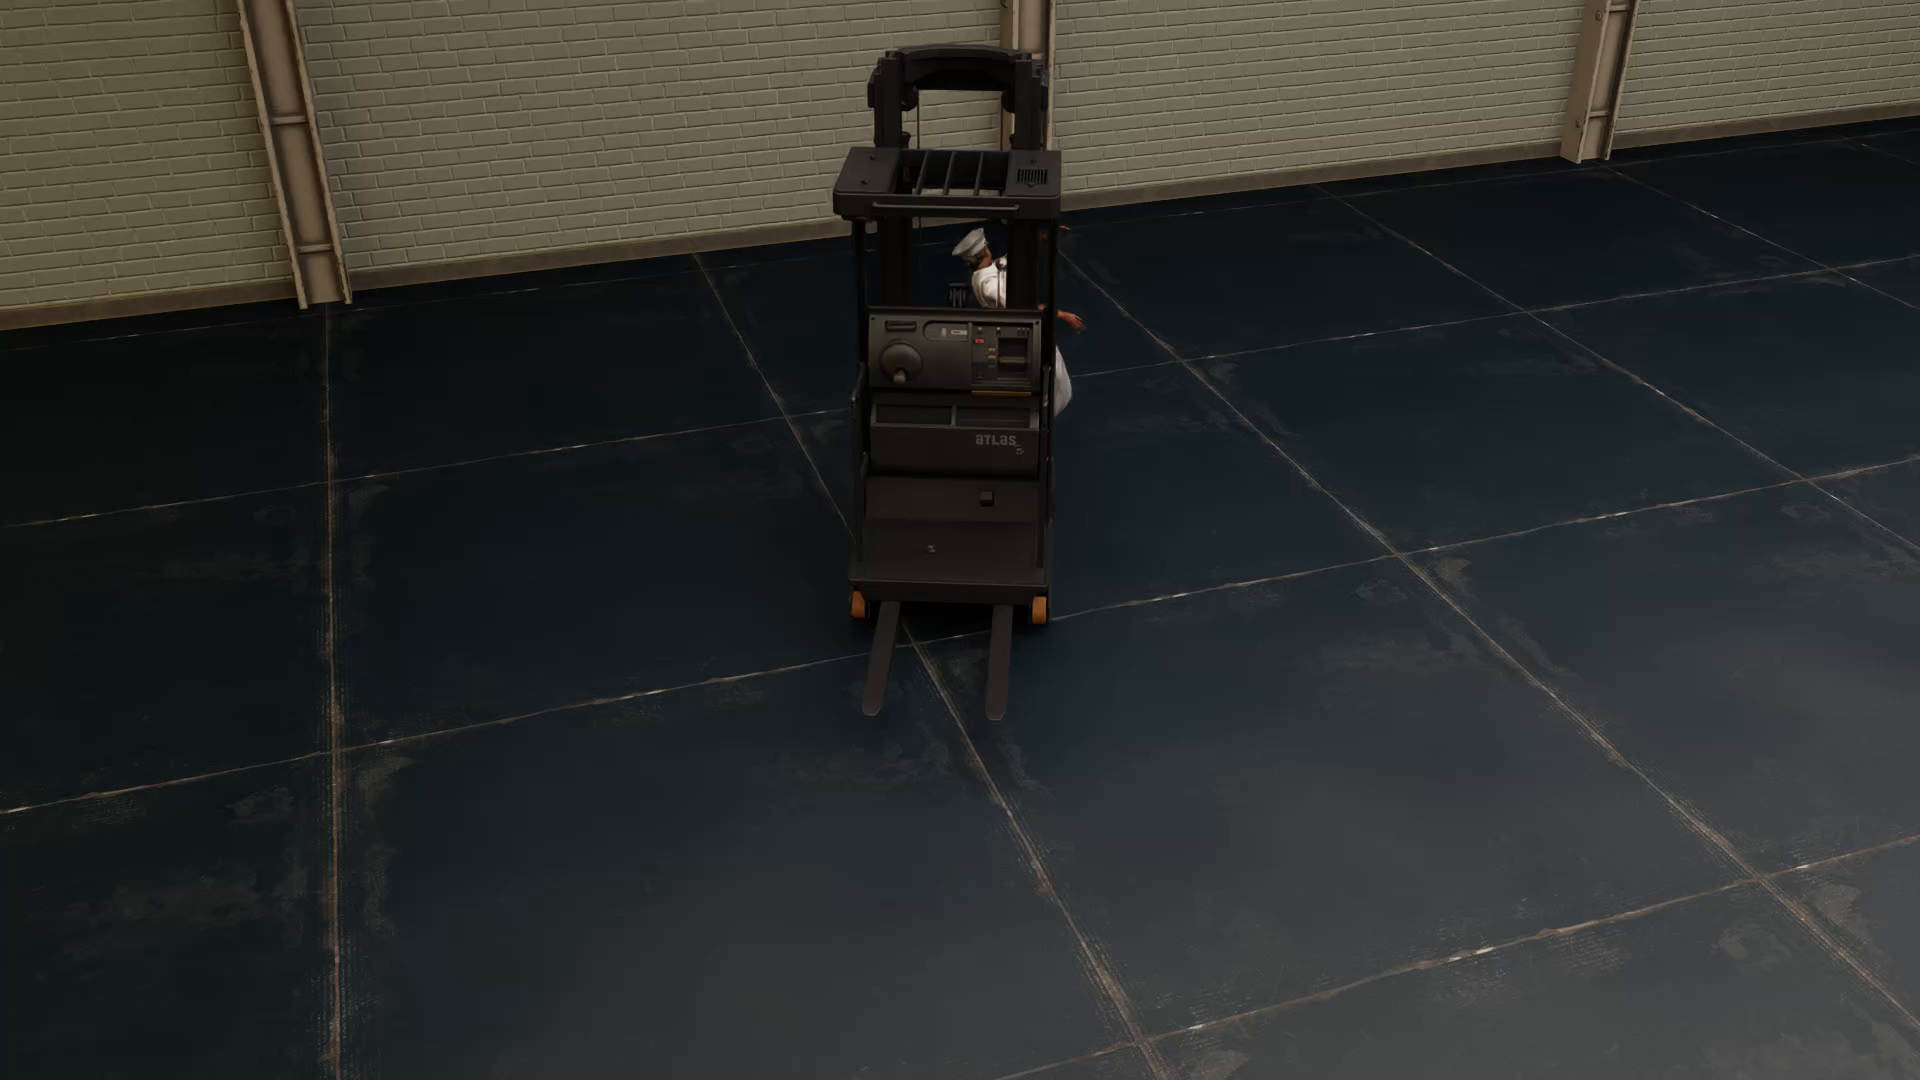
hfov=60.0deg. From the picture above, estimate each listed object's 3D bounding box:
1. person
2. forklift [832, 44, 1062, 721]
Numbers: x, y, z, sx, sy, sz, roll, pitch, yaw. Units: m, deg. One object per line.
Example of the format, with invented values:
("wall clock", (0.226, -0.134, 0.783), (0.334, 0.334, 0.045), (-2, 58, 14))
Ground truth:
("person", (0.415, -1.259, 10.721), (0.711, 1.438, 1.000), (-15, 33, -25))
("forklift", (-0.039, -0.967, 8.767), (1.130, 2.935, 3.031), (2, 30, 3))
